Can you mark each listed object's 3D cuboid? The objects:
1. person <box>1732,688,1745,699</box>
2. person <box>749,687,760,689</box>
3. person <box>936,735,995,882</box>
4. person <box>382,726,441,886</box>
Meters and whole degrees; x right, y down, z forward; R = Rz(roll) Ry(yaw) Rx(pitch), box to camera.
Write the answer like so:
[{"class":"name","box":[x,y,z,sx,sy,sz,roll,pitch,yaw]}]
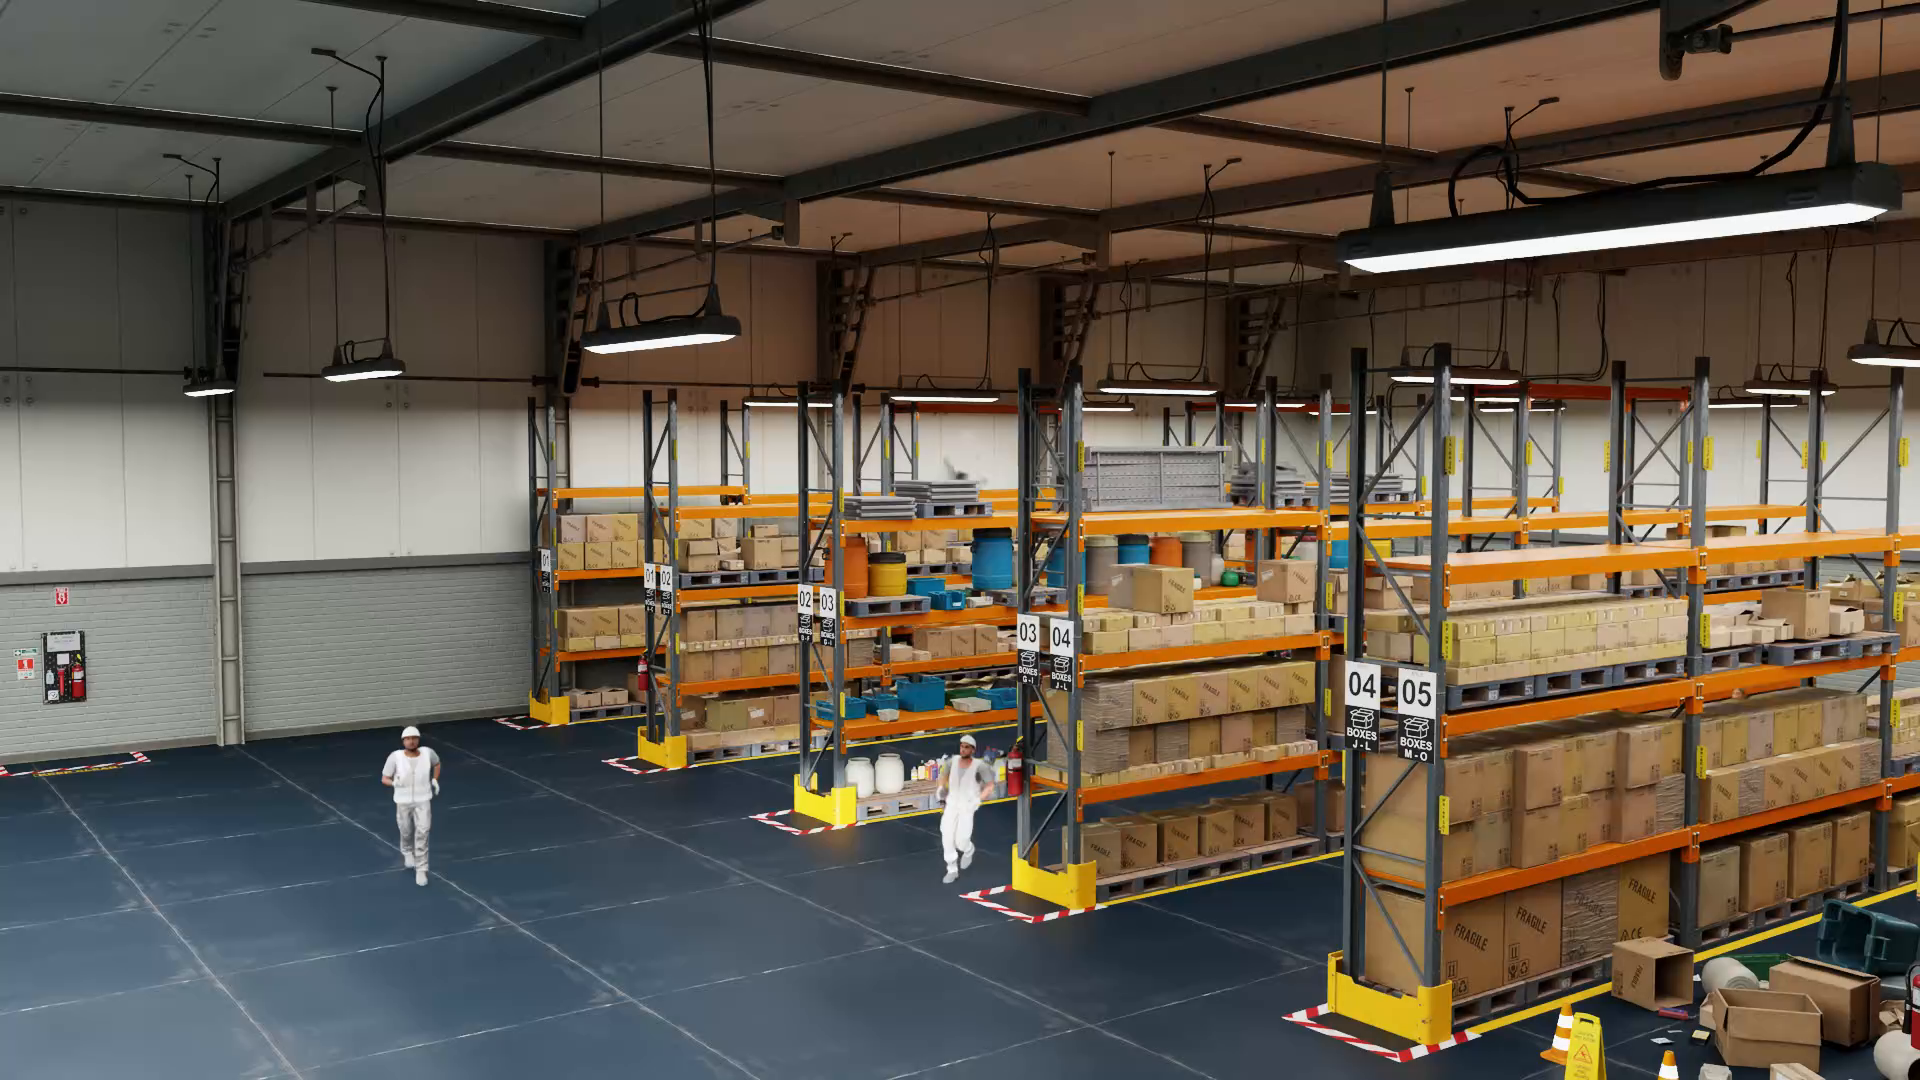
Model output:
[{"class":"person","box":[11.320,2.950,24.192,0.801,1.610,0.608,-3,5,-43]},{"class":"person","box":[-3.622,2.544,29.557,0.626,1.750,0.680,-3,4,-37]},{"class":"person","box":[0.060,3.150,19.617,0.690,1.730,0.653,2,4,27]},{"class":"person","box":[-6.454,3.087,19.600,0.682,1.787,0.978,-1,4,-20]}]
